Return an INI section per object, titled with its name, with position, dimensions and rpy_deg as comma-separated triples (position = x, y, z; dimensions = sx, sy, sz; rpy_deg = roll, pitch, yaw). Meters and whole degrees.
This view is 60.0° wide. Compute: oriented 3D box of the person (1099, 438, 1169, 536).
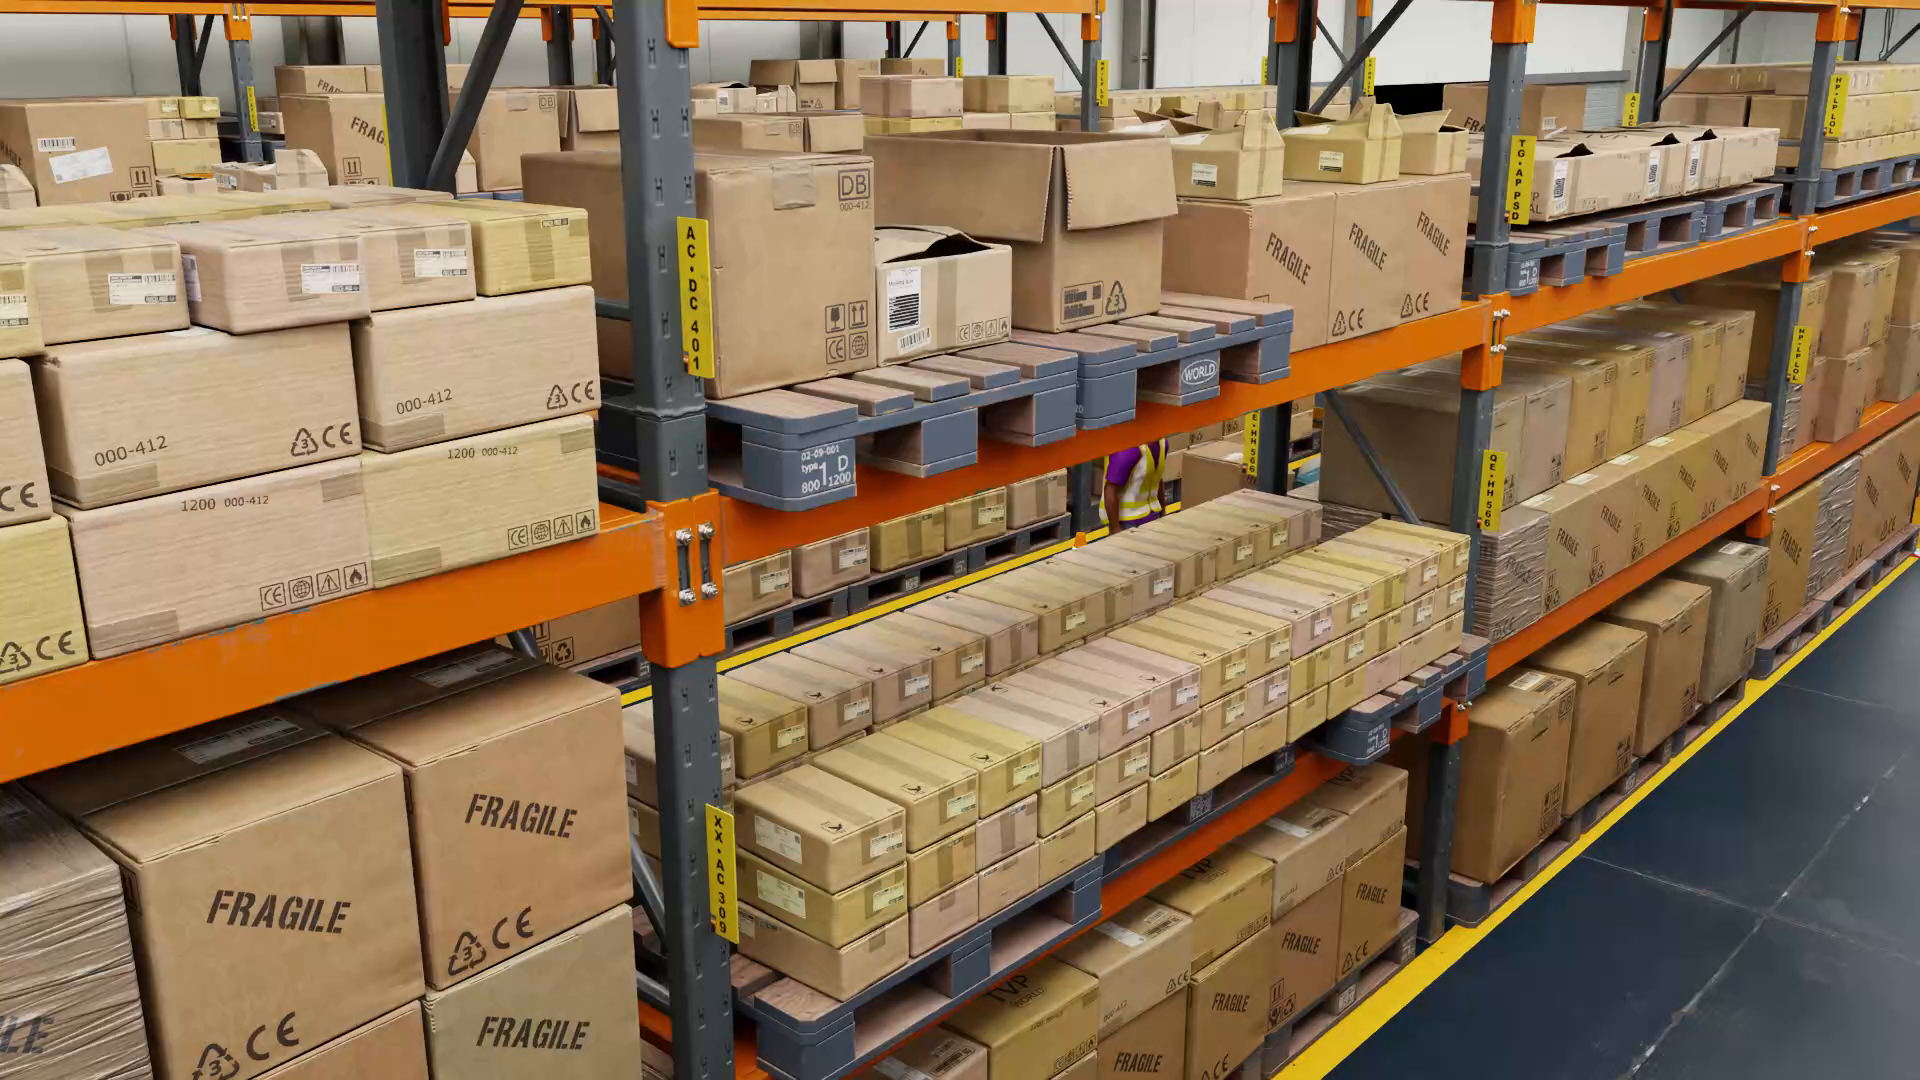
[person]
position = 1.122, -0.118, 10.403
dimensions = 0.461, 1.759, 0.633
rpy_deg = 13, 21, 36
